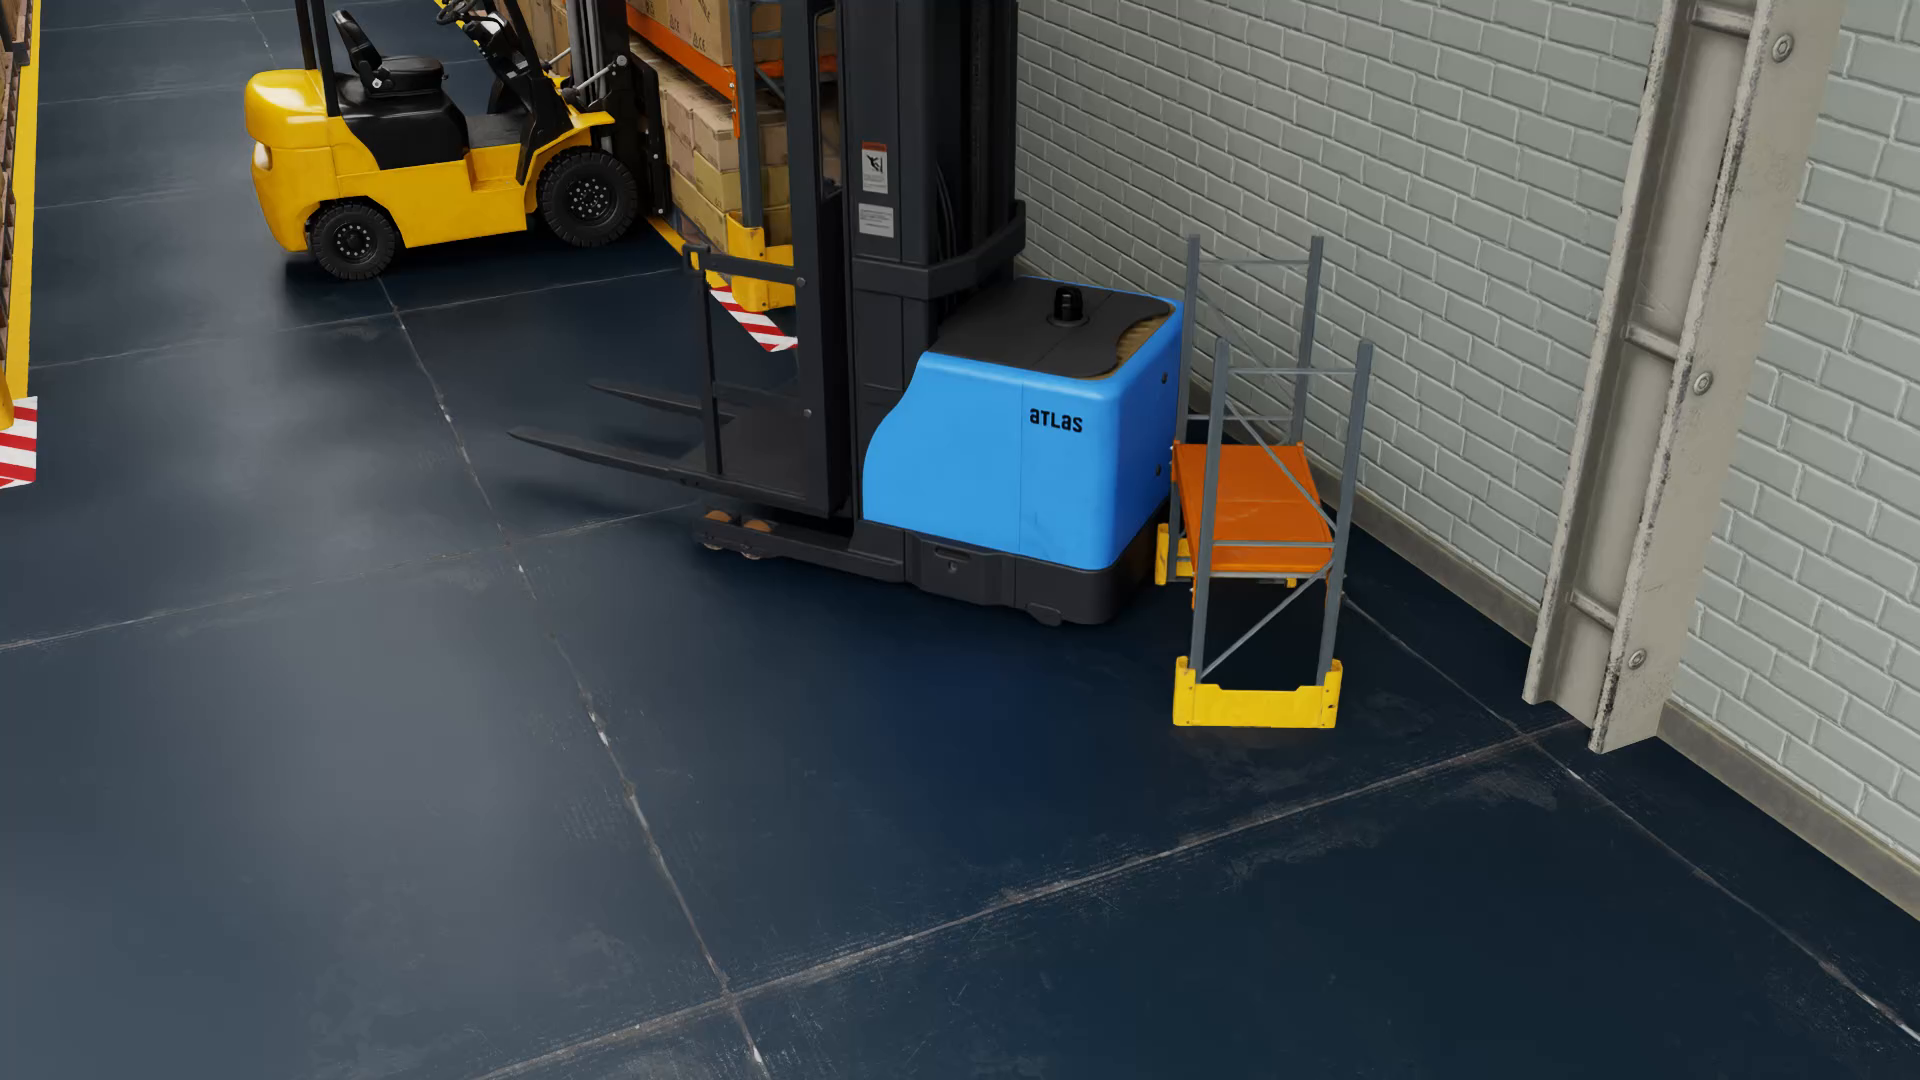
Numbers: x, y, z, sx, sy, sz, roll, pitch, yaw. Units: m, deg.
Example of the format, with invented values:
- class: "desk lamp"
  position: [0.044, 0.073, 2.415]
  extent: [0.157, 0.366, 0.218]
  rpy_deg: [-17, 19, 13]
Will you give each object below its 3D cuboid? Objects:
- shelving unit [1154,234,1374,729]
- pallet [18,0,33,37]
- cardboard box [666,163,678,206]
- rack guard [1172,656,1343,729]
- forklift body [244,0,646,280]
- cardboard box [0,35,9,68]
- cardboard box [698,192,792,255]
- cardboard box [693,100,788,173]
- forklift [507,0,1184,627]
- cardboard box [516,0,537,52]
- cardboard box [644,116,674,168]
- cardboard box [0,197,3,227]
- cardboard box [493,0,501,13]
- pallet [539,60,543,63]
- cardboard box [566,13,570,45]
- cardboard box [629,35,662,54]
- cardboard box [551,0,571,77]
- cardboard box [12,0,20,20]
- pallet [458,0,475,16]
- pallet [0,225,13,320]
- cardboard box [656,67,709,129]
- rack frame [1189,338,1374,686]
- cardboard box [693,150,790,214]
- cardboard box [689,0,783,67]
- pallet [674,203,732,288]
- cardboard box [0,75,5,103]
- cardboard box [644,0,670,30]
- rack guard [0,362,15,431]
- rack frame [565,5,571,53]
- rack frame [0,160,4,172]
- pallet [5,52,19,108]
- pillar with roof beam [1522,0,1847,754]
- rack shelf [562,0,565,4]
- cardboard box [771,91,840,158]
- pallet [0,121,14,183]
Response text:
- class: "shelving unit"
  position: [1.088, -0.237, 6.139]
  extent: [0.587, 1.500, 1.083]
  rpy_deg: [1, 29, 2]
- class: "pallet"
  position: [-9.481, -4.997, 15.946]
  extent: [1.003, 0.211, 1.213]
  rpy_deg: [-13, 32, -22]
- class: "cardboard box"
  position: [-1.673, -2.391, 10.829]
  extent: [0.500, 0.250, 0.500]
  rpy_deg: [-13, 32, -21]
- class: "rack guard"
  position: [1.071, 0.552, 6.010]
  extent: [0.587, 0.250, 0.087]
  rpy_deg: [1, 29, 2]
- class: "forklift body"
  position: [-3.236, -2.906, 10.233]
  extent: [2.313, 2.155, 1.214]
  rpy_deg: [-13, 32, -22]
- class: "cardboard box"
  position: [-8.457, -4.097, 13.746]
  extent: [0.950, 0.372, 0.625]
  rpy_deg: [-15, 33, -25]
- class: "cardboard box"
  position: [-1.262, -1.946, 10.036]
  extent: [0.500, 0.250, 0.500]
  rpy_deg: [-13, 32, -22]
- class: "cardboard box"
  position: [-1.254, -2.379, 9.786]
  extent: [0.500, 0.250, 0.500]
  rpy_deg: [-12, 31, -20]
- class: "forklift"
  position: [-0.585, -1.414, 6.774]
  extent: [3.031, 2.935, 1.130]
  rpy_deg: [13, 32, 22]
- class: "cardboard box"
  position: [-3.377, -4.640, 14.456]
  extent: [0.875, 0.625, 0.625]
  rpy_deg: [-14, 32, -24]
- class: "cardboard box"
  position: [-1.712, -2.620, 10.726]
  extent: [0.500, 0.250, 0.500]
  rpy_deg: [-14, 32, -23]
- class: "cardboard box"
  position: [-6.239, -2.090, 10.293]
  extent: [0.500, 0.250, 0.500]
  rpy_deg: [-14, 32, -23]
- class: "cardboard box"
  position: [-3.954, -5.224, 15.498]
  extent: [0.875, 0.625, 0.625]
  rpy_deg: [-12, 31, -20]
- class: "pallet"
  position: [-3.371, -4.229, 14.576]
  extent: [1.003, 0.211, 1.213]
  rpy_deg: [-13, 32, -22]
- class: "cardboard box"
  position: [-2.568, -3.729, 12.192]
  extent: [0.500, 0.250, 0.500]
  rpy_deg: [-14, 32, -23]
- class: "cardboard box"
  position: [-2.133, -3.283, 11.398]
  extent: [0.500, 0.250, 0.500]
  rpy_deg: [-12, 31, -20]
- class: "cardboard box"
  position: [-2.726, -3.964, 13.250]
  extent: [0.875, 0.625, 0.625]
  rpy_deg: [-12, 31, -20]
- class: "cardboard box"
  position: [-9.291, -5.285, 15.351]
  extent: [0.875, 0.875, 0.875]
  rpy_deg: [-13, 32, -21]
- class: "pallet"
  position: [-4.496, -5.477, 16.801]
  extent: [1.003, 0.211, 1.213]
  rpy_deg: [-13, 32, -22]
- class: "pallet"
  position: [-6.125, -1.499, 9.708]
  extent: [1.003, 0.211, 1.213]
  rpy_deg: [-13, 32, -22]
- class: "cardboard box"
  position: [-1.704, -2.824, 10.579]
  extent: [0.500, 0.250, 0.500]
  rpy_deg: [-13, 32, -21]
- class: "rack frame"
  position: [1.070, 0.016, 5.687]
  extent: [0.500, 1.500, 0.032]
  rpy_deg: [1, 29, 2]
- class: "cardboard box"
  position: [-1.266, -2.172, 9.928]
  extent: [0.500, 0.250, 0.500]
  rpy_deg: [-14, 32, -23]
- class: "cardboard box"
  position: [-1.223, -3.027, 9.479]
  extent: [0.500, 0.500, 0.500]
  rpy_deg: [-14, 32, -23]
- class: "pallet"
  position: [-1.141, -1.934, 10.483]
  extent: [1.003, 0.211, 1.213]
  rpy_deg: [-13, 32, -22]
- class: "cardboard box"
  position: [-7.813, -3.436, 12.568]
  extent: [0.950, 0.372, 0.625]
  rpy_deg: [-12, 31, -20]
- class: "cardboard box"
  position: [-1.658, -3.484, 10.295]
  extent: [0.500, 0.500, 0.500]
  rpy_deg: [-14, 32, -23]
- class: "rack guard"
  position: [-5.289, -0.721, 8.024]
  extent: [1.175, 0.500, 0.348]
  rpy_deg: [-13, 32, -22]
- class: "rack frame"
  position: [-2.492, -4.588, 12.365]
  extent: [1.000, 3.000, 0.127]
  rpy_deg: [-13, 32, -22]
- class: "rack frame"
  position: [-6.973, -3.544, 10.504]
  extent: [1.000, 3.000, 0.127]
  rpy_deg: [-13, 32, -22]
- class: "pallet"
  position: [-8.356, -3.749, 13.721]
  extent: [1.003, 0.211, 1.213]
  rpy_deg: [-13, 32, -22]
- class: "pillar with roof beam"
  position: [-1.572, -2.380, 2.294]
  extent: [9.100, 9.000, 0.400]
  rpy_deg: [-13, 32, -22]
- class: "rack shelf"
  position: [-3.351, -5.158, 14.117]
  extent: [1.077, 0.370, 4.000]
  rpy_deg: [-13, 32, -22]
- class: "cardboard box"
  position: [-0.810, -2.493, 9.989]
  extent: [0.500, 0.250, 0.500]
  rpy_deg: [-14, 32, -23]
- class: "pallet"
  position: [-7.309, -2.672, 11.799]
  extent: [1.003, 0.211, 1.213]
  rpy_deg: [-13, 32, -22]
